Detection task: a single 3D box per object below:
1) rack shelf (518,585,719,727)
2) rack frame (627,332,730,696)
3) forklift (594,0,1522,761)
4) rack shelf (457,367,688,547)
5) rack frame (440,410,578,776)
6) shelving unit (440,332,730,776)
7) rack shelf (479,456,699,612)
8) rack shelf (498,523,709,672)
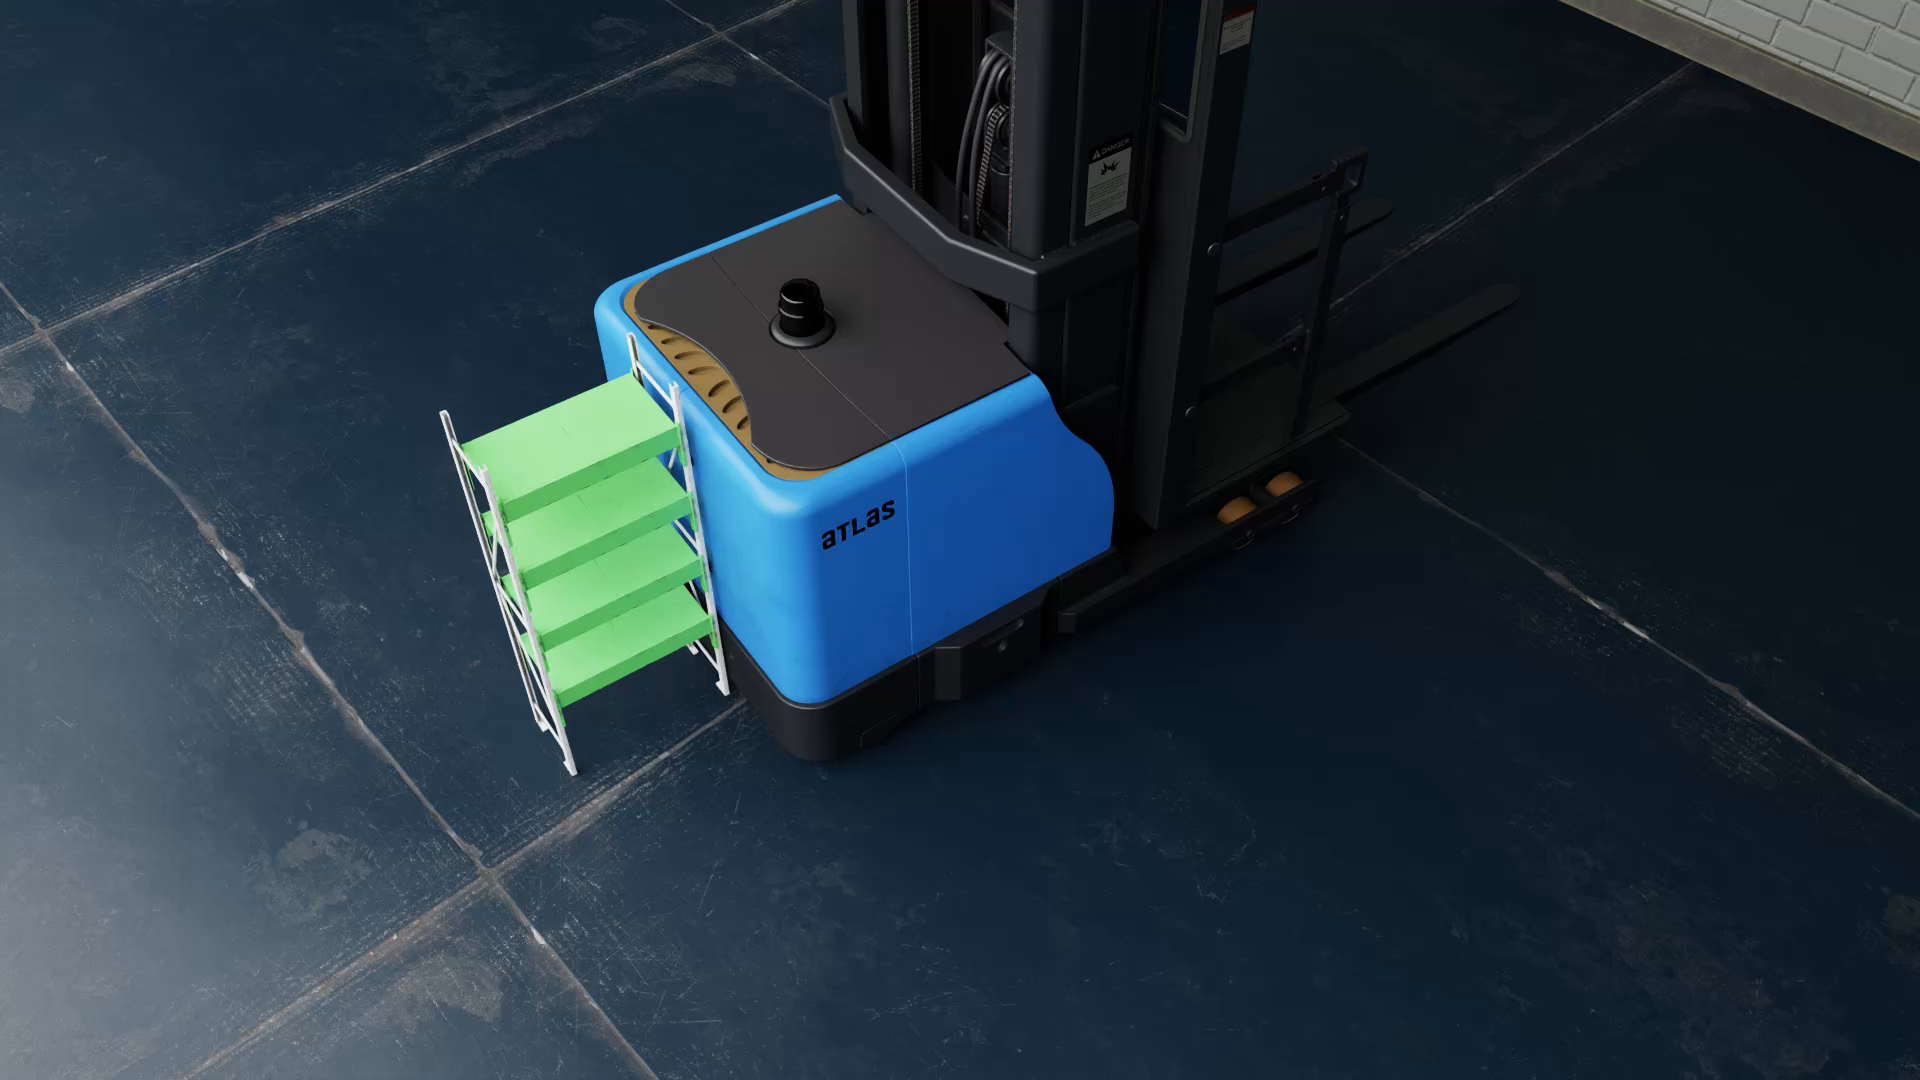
[{"bbox_3d":[-0.944,0.281,4.588,0.480,0.148,0.258,-27,53,-23],"label":"rack shelf"},{"bbox_3d":[-0.744,-0.029,4.460,0.015,1.200,0.240,-27,53,-23],"label":"rack frame"},{"bbox_3d":[0.512,-1.258,4.417,3.031,2.935,1.130,-27,53,-23],"label":"forklift"},{"bbox_3d":[-0.944,-0.208,4.059,0.480,0.148,0.258,-27,53,-23],"label":"rack shelf"},{"bbox_3d":[-1.144,0.178,4.270,0.015,1.200,0.240,-27,53,-23],"label":"rack frame"},{"bbox_3d":[-0.944,0.074,4.365,0.503,1.200,0.258,-27,53,-23],"label":"shelving unit"},{"bbox_3d":[-0.944,-0.045,4.235,0.480,0.148,0.258,-27,53,-23],"label":"rack shelf"},{"bbox_3d":[-0.944,0.118,4.412,0.480,0.148,0.258,-27,53,-23],"label":"rack shelf"}]
